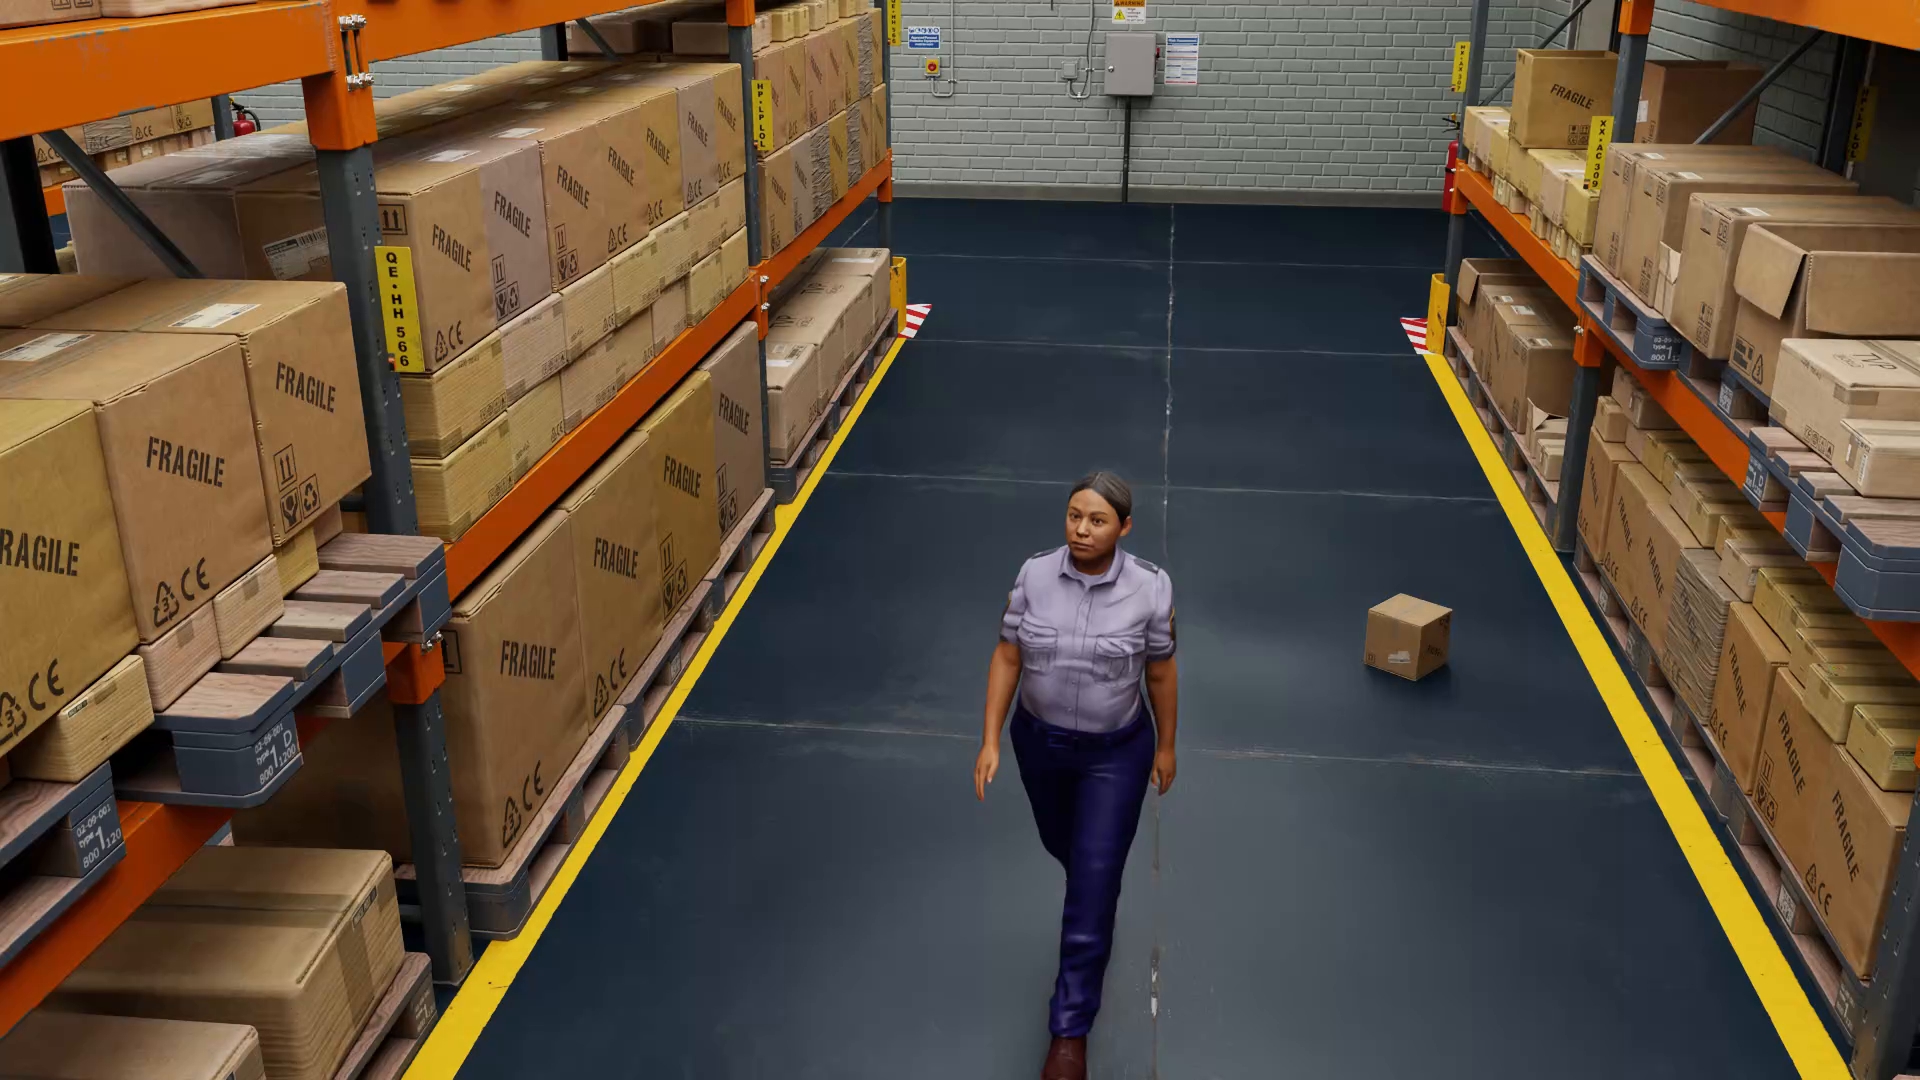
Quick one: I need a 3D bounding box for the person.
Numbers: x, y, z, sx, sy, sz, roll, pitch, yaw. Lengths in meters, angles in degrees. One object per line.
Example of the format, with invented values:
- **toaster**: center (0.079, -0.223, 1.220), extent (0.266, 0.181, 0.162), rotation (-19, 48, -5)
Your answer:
- **person**: center (0.316, 0.586, 4.613), extent (0.499, 1.579, 0.998), rotation (9, 23, 21)
